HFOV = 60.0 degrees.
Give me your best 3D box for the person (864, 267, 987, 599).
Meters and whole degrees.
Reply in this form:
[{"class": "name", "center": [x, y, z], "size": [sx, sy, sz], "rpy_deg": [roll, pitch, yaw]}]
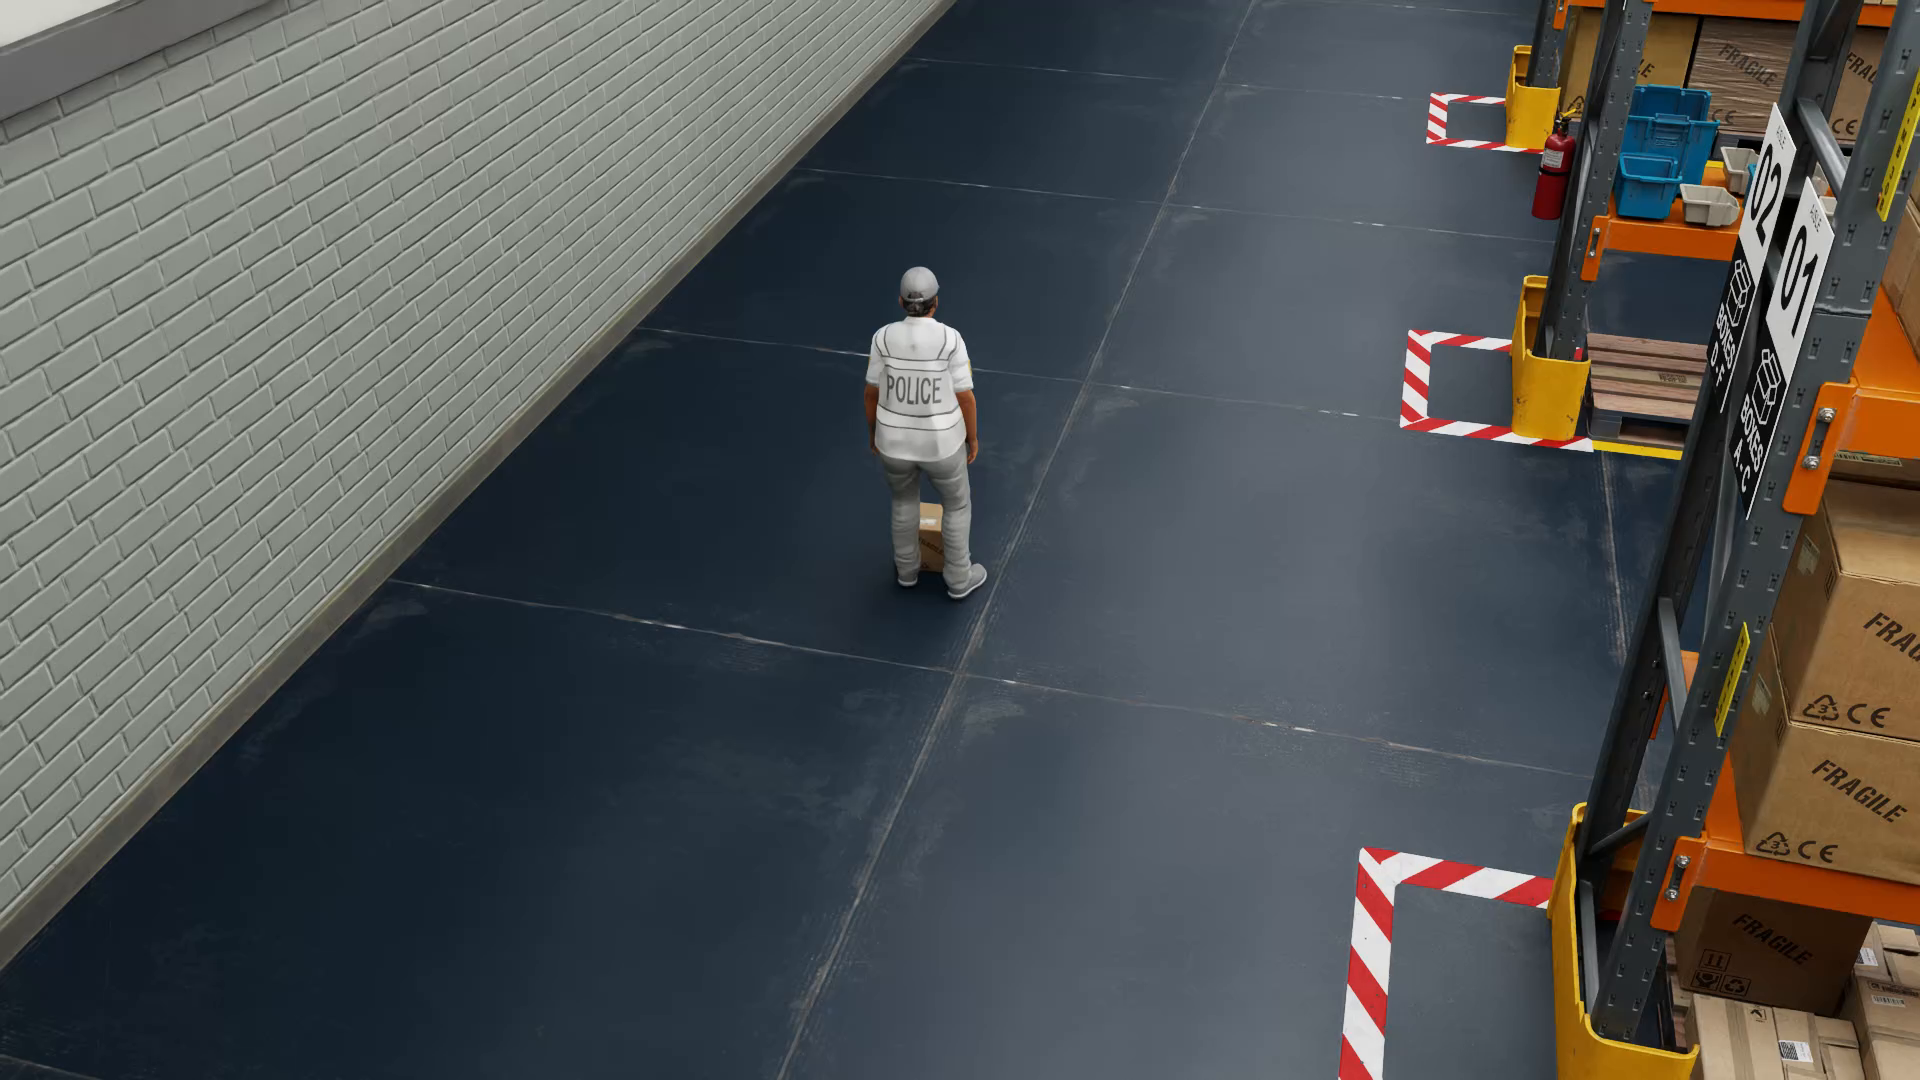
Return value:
[{"class": "person", "center": [-0.160, -0.486, 7.881], "size": [0.563, 1.666, 0.469], "rpy_deg": [6, 34, 9]}]
